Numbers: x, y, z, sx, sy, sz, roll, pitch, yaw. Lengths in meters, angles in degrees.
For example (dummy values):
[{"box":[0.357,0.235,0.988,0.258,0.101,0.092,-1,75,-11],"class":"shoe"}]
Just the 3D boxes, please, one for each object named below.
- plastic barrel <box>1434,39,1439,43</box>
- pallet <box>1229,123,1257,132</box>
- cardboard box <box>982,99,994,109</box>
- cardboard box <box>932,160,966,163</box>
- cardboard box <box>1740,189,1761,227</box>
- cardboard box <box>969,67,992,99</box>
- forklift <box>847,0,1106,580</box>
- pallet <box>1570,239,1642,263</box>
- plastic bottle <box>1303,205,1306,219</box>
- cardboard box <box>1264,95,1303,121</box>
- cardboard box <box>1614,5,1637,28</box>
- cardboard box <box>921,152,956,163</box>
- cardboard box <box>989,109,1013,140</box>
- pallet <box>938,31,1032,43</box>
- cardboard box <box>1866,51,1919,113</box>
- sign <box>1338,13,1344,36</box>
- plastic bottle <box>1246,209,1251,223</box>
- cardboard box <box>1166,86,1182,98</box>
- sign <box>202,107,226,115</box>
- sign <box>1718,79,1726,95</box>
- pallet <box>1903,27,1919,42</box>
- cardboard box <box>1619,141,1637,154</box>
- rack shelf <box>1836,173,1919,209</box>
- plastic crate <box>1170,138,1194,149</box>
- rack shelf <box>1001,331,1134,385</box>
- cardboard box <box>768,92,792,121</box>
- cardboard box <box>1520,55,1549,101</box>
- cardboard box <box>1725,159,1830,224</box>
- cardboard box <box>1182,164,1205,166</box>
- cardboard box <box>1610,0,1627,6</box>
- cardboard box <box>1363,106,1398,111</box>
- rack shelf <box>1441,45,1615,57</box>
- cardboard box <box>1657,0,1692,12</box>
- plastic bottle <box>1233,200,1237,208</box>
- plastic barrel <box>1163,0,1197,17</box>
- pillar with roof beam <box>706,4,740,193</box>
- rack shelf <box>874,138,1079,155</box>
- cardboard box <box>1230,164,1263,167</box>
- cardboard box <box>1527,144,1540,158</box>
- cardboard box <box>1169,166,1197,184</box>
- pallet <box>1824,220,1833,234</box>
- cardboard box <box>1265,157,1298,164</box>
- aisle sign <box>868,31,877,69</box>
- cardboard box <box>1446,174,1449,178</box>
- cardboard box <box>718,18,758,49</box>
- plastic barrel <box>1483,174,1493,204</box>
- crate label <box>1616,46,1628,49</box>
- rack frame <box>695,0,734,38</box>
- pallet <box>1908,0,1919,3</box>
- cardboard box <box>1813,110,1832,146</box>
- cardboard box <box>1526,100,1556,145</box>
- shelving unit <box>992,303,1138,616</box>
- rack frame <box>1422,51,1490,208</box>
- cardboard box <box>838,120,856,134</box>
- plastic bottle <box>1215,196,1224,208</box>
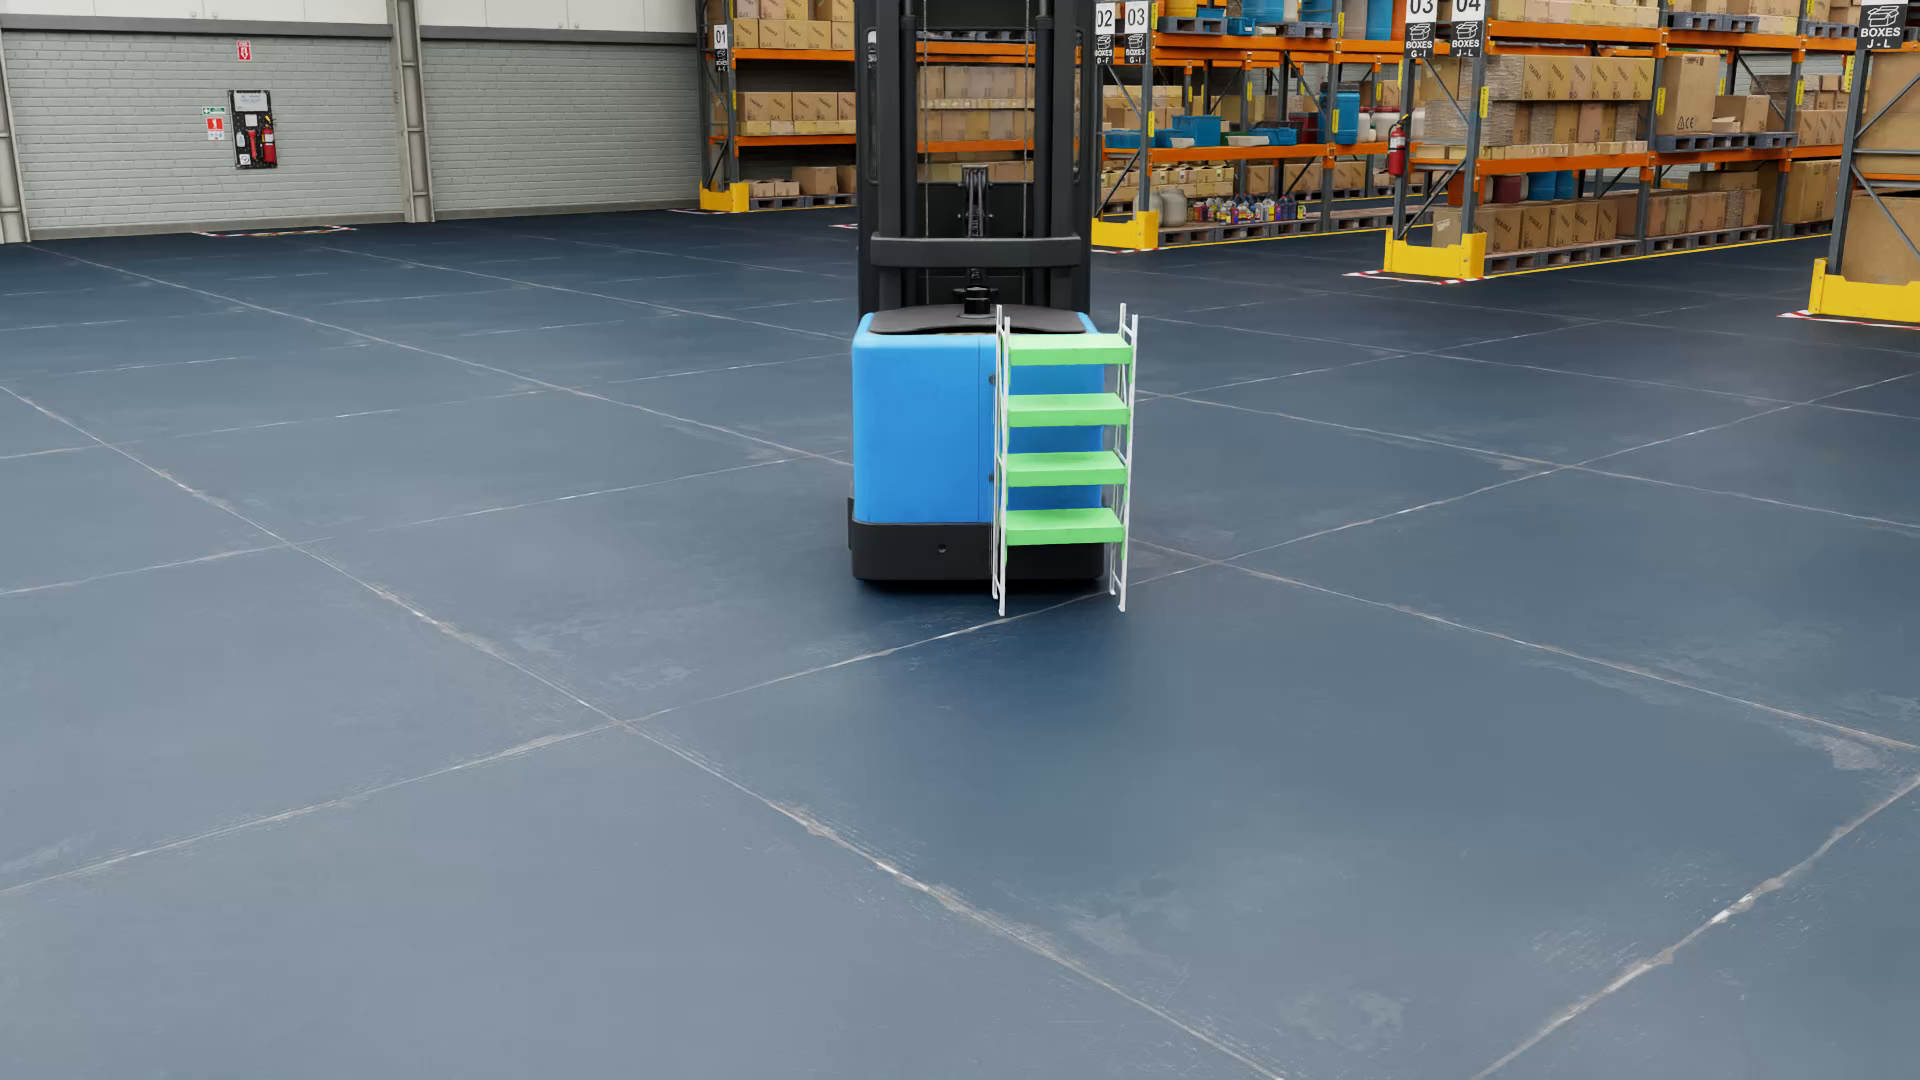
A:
[{"box":[7.407,-7.966,26.215,0.301,0.262,0.301,0,15,0],"class":"plastic barrel"},{"box":[5.430,-7.845,31.680,1.003,0.211,1.213,-13,19,-39],"class":"pallet"},{"box":[0.337,-7.059,26.914,0.250,0.149,0.380,-13,20,-40],"class":"cardboard box"},{"box":[-0.116,-6.012,27.506,0.500,0.500,0.500,-13,19,-39],"class":"cardboard box"},{"box":[10.973,-4.768,23.778,0.500,0.500,0.700,-14,20,-42],"class":"cardboard box"},{"box":[0.103,-7.391,26.898,0.500,0.500,0.700,-13,19,-39],"class":"cardboard box"},{"box":[0.064,-1.573,7.958,1.130,2.935,3.031,0,15,0],"class":"forklift"},{"box":[7.964,-3.735,21.323,1.213,0.211,1.003,-13,19,-39],"class":"pallet"},{"box":[5.127,-4.905,24.872,0.097,0.201,0.097,0,15,0],"class":"plastic bottle"},{"box":[6.181,-8.307,32.029,0.500,0.500,0.700,-9,17,-29],"class":"cardboard box"},{"box":[7.874,-6.365,20.244,0.500,0.250,0.500,-12,19,-38],"class":"cardboard box"},{"box":[-0.433,-7.666,33.175,0.500,0.250,0.500,-13,20,-41],"class":"cardboard box"},{"box":[0.456,-6.842,27.358,0.500,0.500,0.700,-12,19,-38],"class":"cardboard box"},{"box":[0.401,-8.183,26.932,1.213,0.211,1.003,-13,19,-39],"class":"pallet"},{"box":[8.915,-4.192,15.247,0.550,0.550,0.875,-13,19,-39],"class":"cardboard box"},{"box":[5.549,-7.511,24.228,0.005,0.325,0.100,-13,19,-39],"class":"sign"},{"box":[4.160,-4.688,24.058,0.097,0.201,0.097,0,15,0],"class":"plastic bottle"},{"box":[4.543,-9.886,36.685,0.500,0.250,0.500,-12,19,-38],"class":"cardboard box"},{"box":[-11.256,-6.476,25.086,0.331,0.109,0.001,-13,19,-39],"class":"sign"},{"box":[11.098,-6.547,24.205,0.005,0.325,0.100,-13,19,-39],"class":"sign"},{"box":[15.107,-8.101,26.624,1.213,0.211,1.003,-13,19,-39],"class":"pallet"},{"box":[8.283,-4.947,20.945,0.250,0.149,0.380,-13,19,-39],"class":"cardboard box"},{"box":[10.118,-3.534,16.560,4.000,0.370,1.077,-13,19,-39],"class":"rack shelf"},{"box":[3.065,-5.451,22.855,0.250,0.136,0.298,-13,19,-39],"class":"plastic crate"},{"box":[0.406,-0.704,6.417,0.480,0.148,0.258,-2,19,-6],"class":"rack shelf"},{"box":[-3.388,-7.822,30.018,0.500,0.500,0.500,-13,19,-39],"class":"cardboard box"},{"box":[6.405,-5.324,19.160,0.500,0.500,0.500,-13,19,-39],"class":"cardboard box"},{"box":[11.999,-5.169,24.594,0.875,0.875,1.225,-14,20,-42],"class":"cardboard box"},{"box":[4.377,-6.923,31.284,0.500,0.311,0.500,-12,19,-38],"class":"cardboard box"},{"box":[7.807,-6.522,20.060,0.250,0.149,0.380,-13,20,-41],"class":"cardboard box"},{"box":[8.546,-8.569,33.822,0.500,0.500,0.500,-12,19,-38],"class":"cardboard box"},{"box":[9.722,-8.285,28.535,4.000,0.370,1.077,-13,19,-39],"class":"rack shelf"},{"box":[8.867,-6.965,21.186,0.637,0.503,0.797,-14,20,-42],"class":"cardboard box"},{"box":[4.086,-4.941,24.870,0.097,0.271,0.097,0,15,0],"class":"plastic bottle"},{"box":[2.955,-7.450,22.838,0.600,0.588,0.600,0,15,0],"class":"plastic barrel"},{"box":[-1.539,-9.765,26.871,0.400,9.000,9.100,-13,19,-39],"class":"pillar with roof beam"},{"box":[0.439,-6.445,27.461,4.000,0.370,1.077,-13,19,-39],"class":"rack shelf"},{"box":[5.516,-7.018,32.204,0.500,0.500,0.500,-12,19,-37],"class":"cardboard box"},{"box":[6.569,-4.571,19.537,0.250,0.149,0.380,-13,19,-39],"class":"cardboard box"},{"box":[3.961,-6.644,30.238,0.500,0.311,0.500,-13,20,-40],"class":"cardboard box"},{"box":[13.029,-4.857,25.526,1.213,0.211,1.003,-13,19,-39],"class":"pallet"},{"box":[6.325,-7.565,32.798,0.500,0.250,0.500,-13,20,-40],"class":"cardboard box"},{"box":[-1.313,-7.756,25.937,0.004,0.787,0.394,-13,19,-39],"class":"aisle sign"},{"box":[10.387,-7.817,35.841,0.250,0.166,0.380,-13,19,-39],"class":"cardboard box"},{"box":[-3.908,-8.933,29.336,0.500,0.500,0.500,-12,19,-38],"class":"cardboard box"},{"box":[8.939,-6.045,28.574,0.421,0.512,0.421,0,15,0],"class":"plastic barrel"},{"box":[11.790,-8.870,29.845,0.466,0.136,0.293,-13,19,-39],"class":"crate label"},{"box":[-4.325,-10.316,28.934,0.127,3.000,1.000,-13,19,-39],"class":"rack frame"},{"box":[9.162,-5.076,15.301,1.213,0.211,1.003,-13,19,-39],"class":"pallet"},{"box":[12.398,-6.046,24.377,0.500,0.500,0.500,-13,20,-41],"class":"cardboard box"},{"box":[6.567,-4.989,19.846,0.500,0.500,0.875,-13,19,-39],"class":"cardboard box"},{"box":[0.402,-0.311,6.554,0.503,1.200,0.258,-2,19,-6],"class":"shelving unit"},{"box":[8.214,-6.844,27.561,0.127,3.000,1.000,-13,19,-39],"class":"rack frame"},{"box":[-2.216,-7.722,31.100,0.500,0.250,0.500,-13,20,-40],"class":"cardboard box"},{"box":[3.852,-4.940,24.711,0.185,0.351,0.144,-13,20,-40],"class":"plastic bottle"}]
